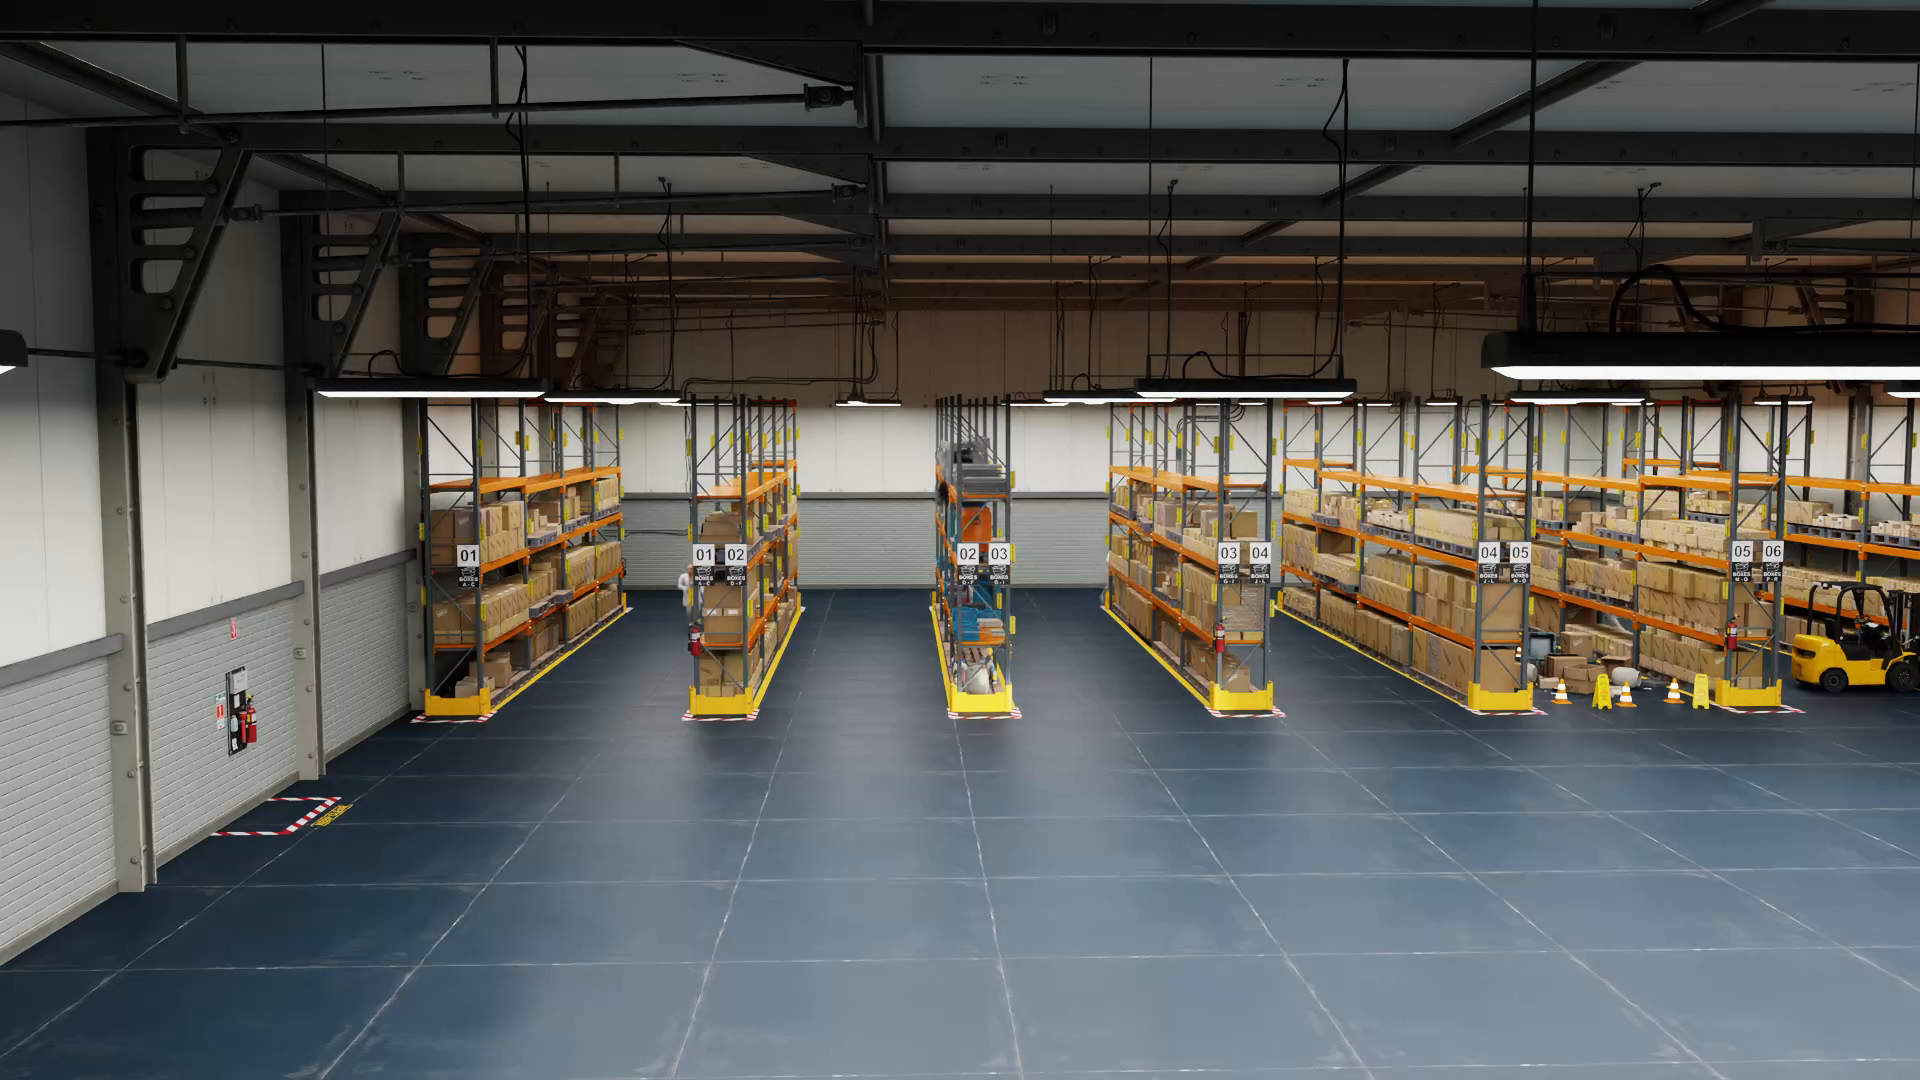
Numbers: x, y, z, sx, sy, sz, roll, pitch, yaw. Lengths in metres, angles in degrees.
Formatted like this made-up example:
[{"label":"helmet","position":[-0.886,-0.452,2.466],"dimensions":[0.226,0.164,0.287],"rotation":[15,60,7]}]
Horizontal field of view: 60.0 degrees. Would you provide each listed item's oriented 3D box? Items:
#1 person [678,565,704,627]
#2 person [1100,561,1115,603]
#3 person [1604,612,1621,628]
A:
[{"label":"person","position":[-7.025,1.559,43.534],"dimensions":[0.704,1.483,0.860],"rotation":[-1,5,-11]},{"label":"person","position":[4.612,0.979,48.820],"dimensions":[0.982,1.764,0.736],"rotation":[3,5,34]},{"label":"person","position":[16.832,1.562,42.898],"dimensions":[0.578,1.577,0.780],"rotation":[-2,5,-25]}]
